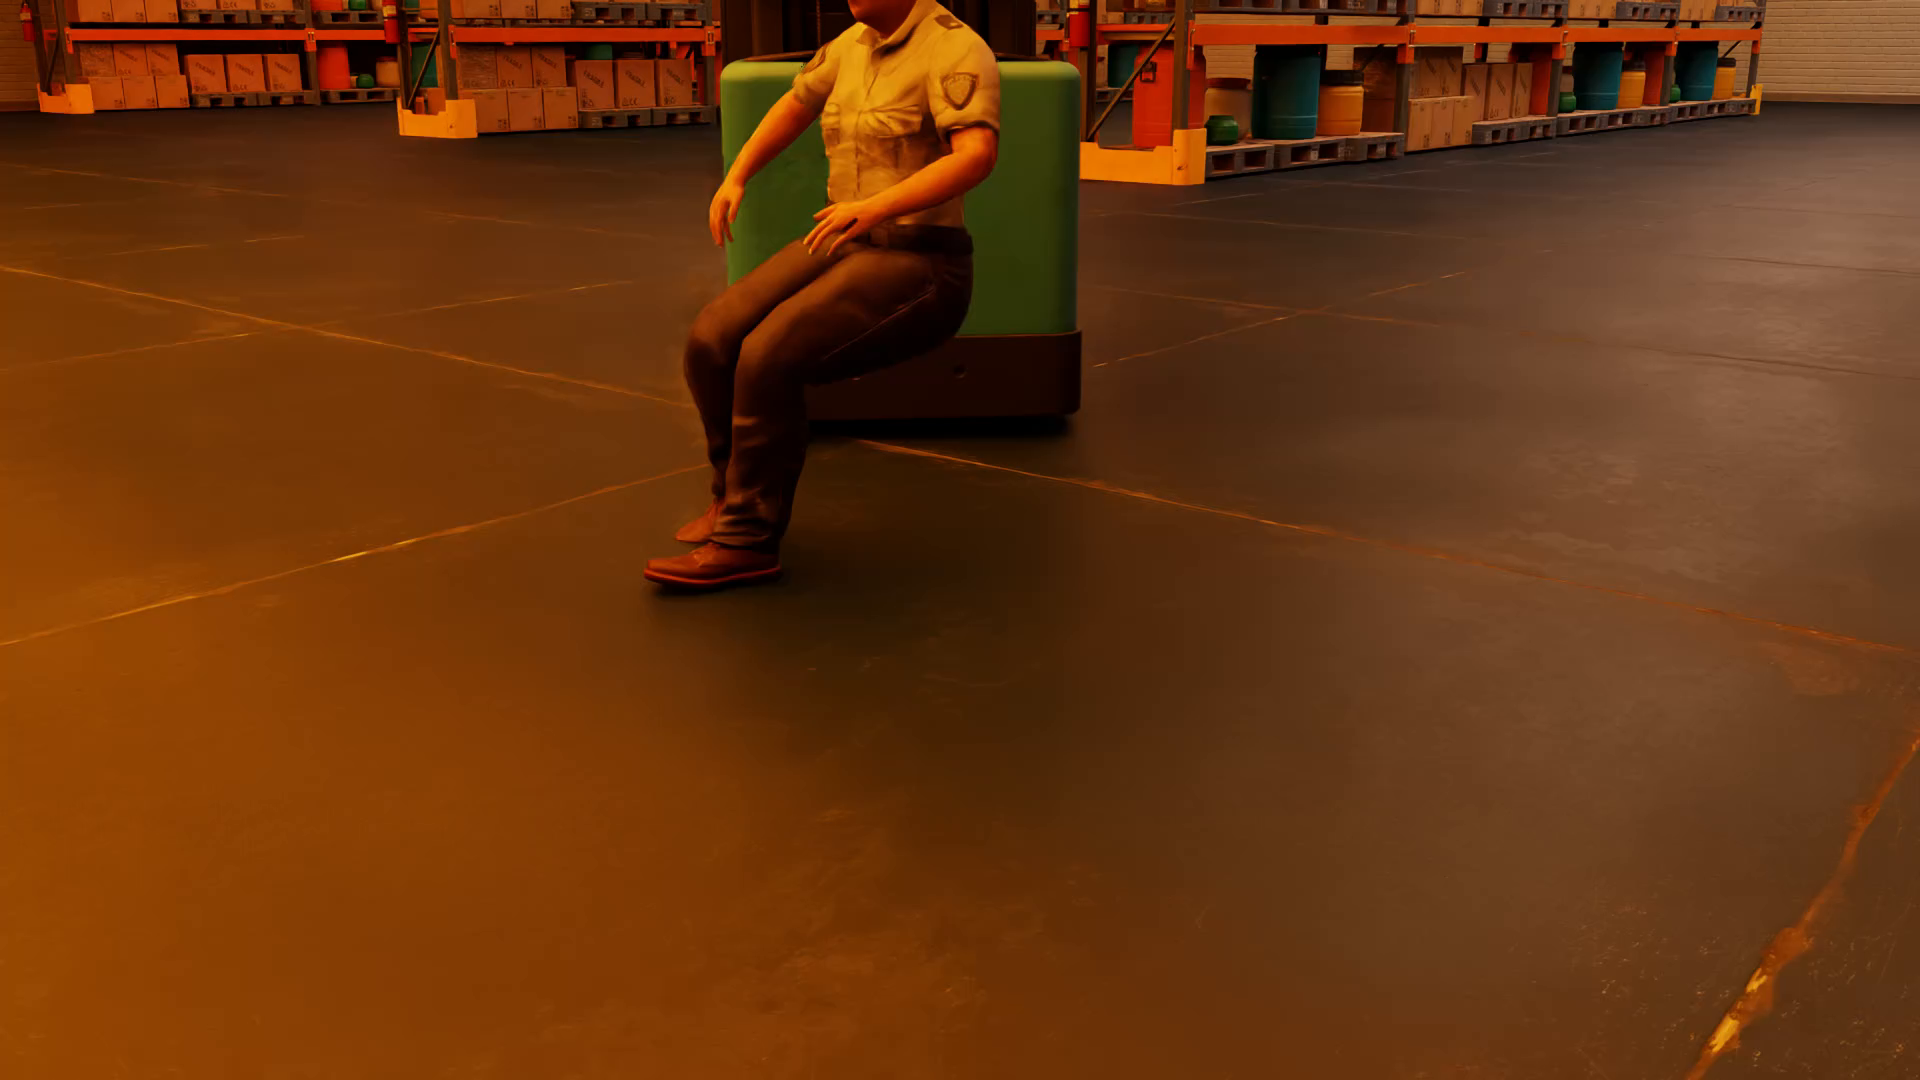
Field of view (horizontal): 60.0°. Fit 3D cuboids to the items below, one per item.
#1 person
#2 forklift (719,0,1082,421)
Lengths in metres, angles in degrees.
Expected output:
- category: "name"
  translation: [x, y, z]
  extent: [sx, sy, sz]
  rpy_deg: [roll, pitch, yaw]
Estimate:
- category: "person"
  translation: [-0.340, -0.612, 3.594]
  extent: [0.804, 1.448, 0.778]
  rpy_deg: [-16, 23, -42]
- category: "forklift"
  translation: [-0.306, -2.126, 5.898]
  extent: [1.130, 2.935, 3.031]
  rpy_deg: [-2, 17, -6]
